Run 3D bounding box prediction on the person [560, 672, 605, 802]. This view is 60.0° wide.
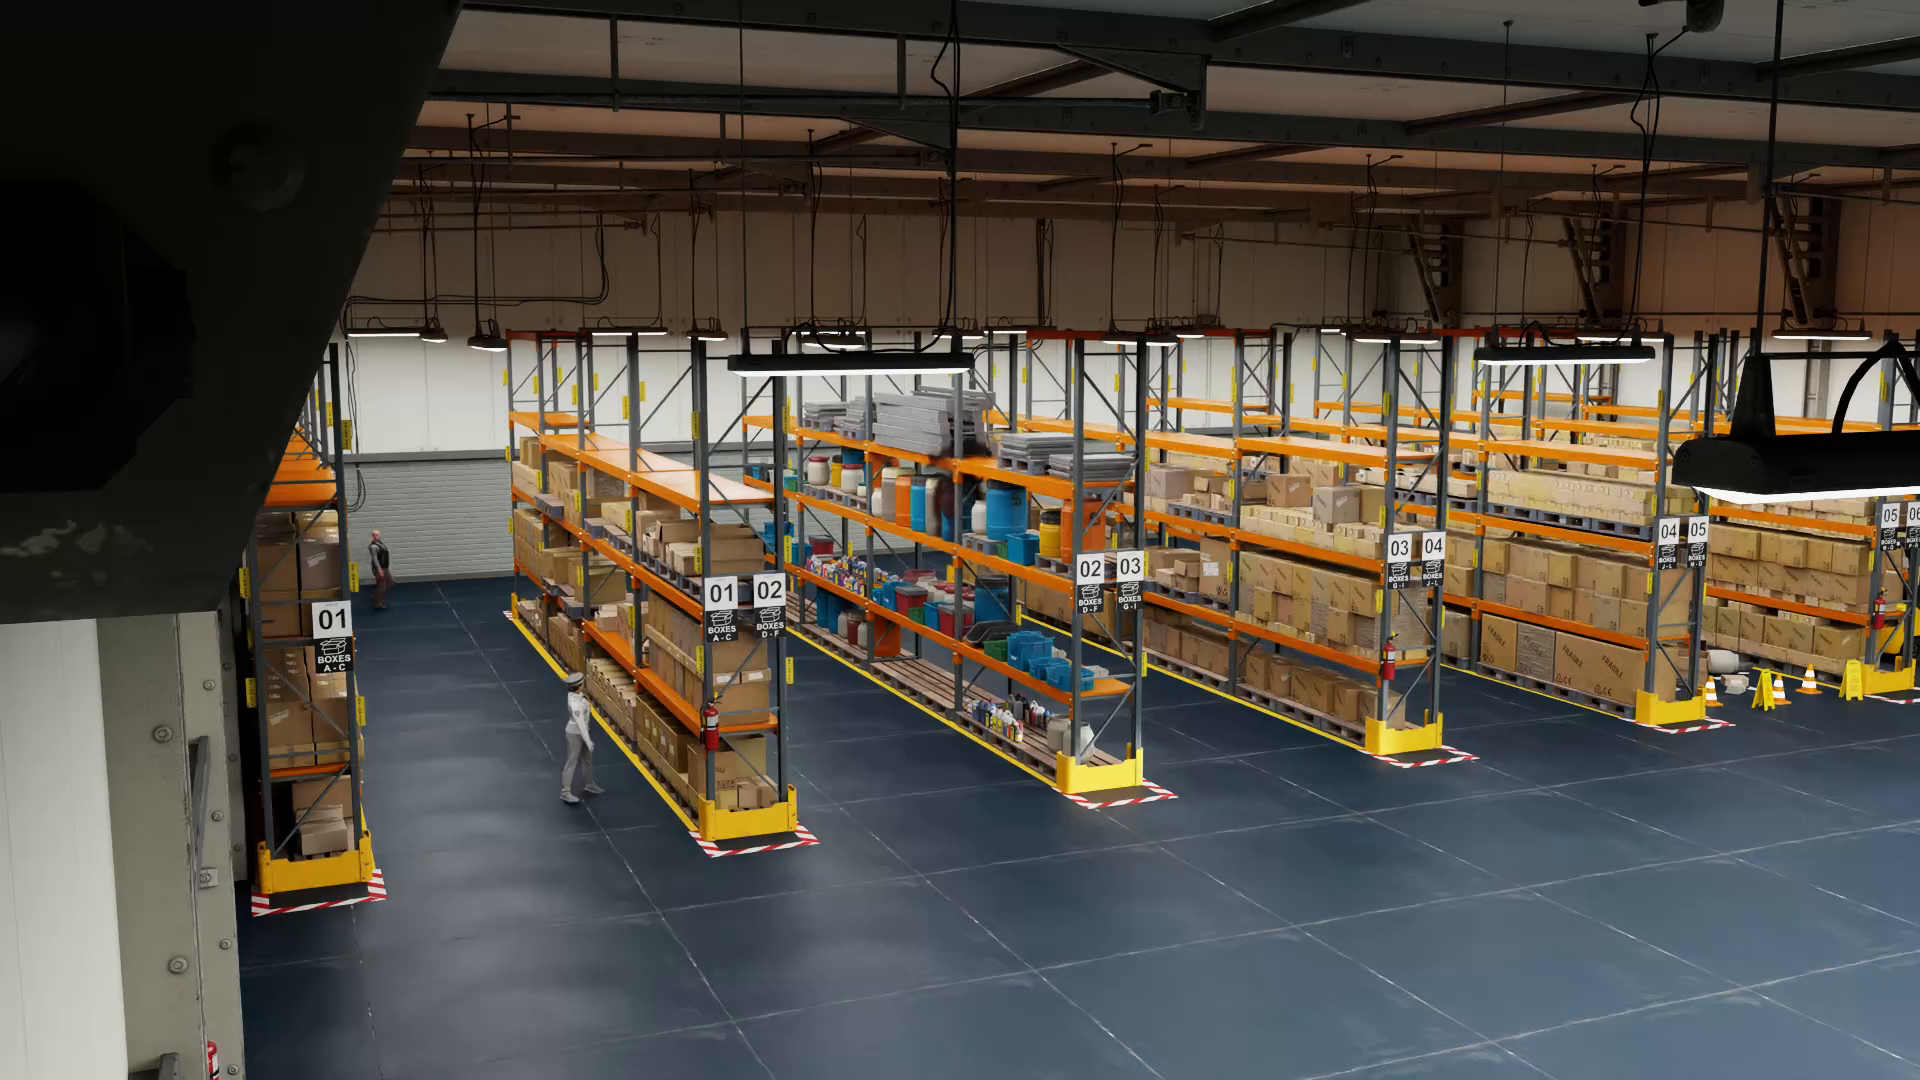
[{"bbox_3d":[-4.968,2.566,21.768,0.514,1.711,0.609,0,8,-2],"label":"person"}]

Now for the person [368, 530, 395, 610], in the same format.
[{"bbox_3d":[-12.357,0.638,35.531,0.481,1.717,0.552,-2,8,-14],"label":"person"}]
